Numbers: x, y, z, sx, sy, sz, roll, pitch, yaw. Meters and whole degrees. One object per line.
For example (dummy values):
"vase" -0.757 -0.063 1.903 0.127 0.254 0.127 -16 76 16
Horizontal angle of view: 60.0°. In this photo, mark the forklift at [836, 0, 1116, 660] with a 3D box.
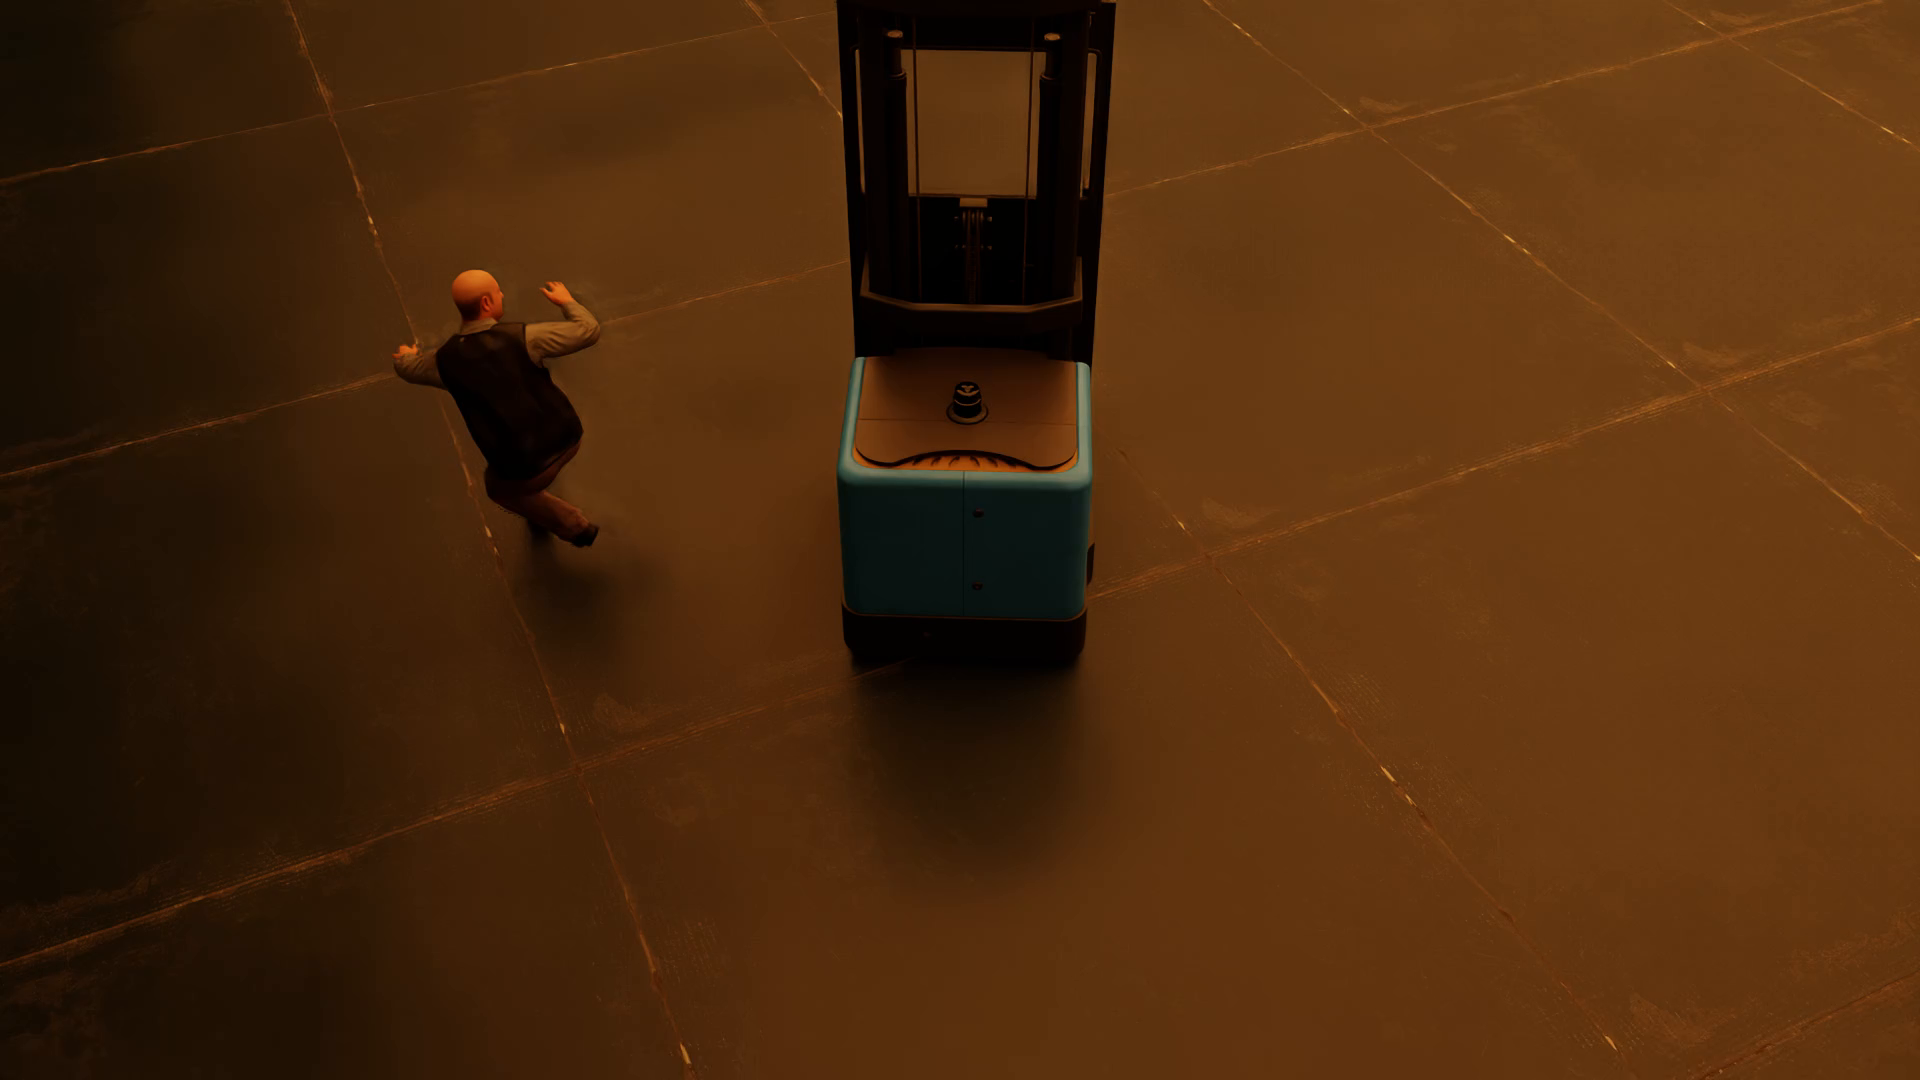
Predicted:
"forklift" 0.074 -1.545 7.335 1.130 2.935 3.031 2 43 2

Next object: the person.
"person" -2.025 -0.635 7.457 1.048 1.449 0.771 34 53 31
